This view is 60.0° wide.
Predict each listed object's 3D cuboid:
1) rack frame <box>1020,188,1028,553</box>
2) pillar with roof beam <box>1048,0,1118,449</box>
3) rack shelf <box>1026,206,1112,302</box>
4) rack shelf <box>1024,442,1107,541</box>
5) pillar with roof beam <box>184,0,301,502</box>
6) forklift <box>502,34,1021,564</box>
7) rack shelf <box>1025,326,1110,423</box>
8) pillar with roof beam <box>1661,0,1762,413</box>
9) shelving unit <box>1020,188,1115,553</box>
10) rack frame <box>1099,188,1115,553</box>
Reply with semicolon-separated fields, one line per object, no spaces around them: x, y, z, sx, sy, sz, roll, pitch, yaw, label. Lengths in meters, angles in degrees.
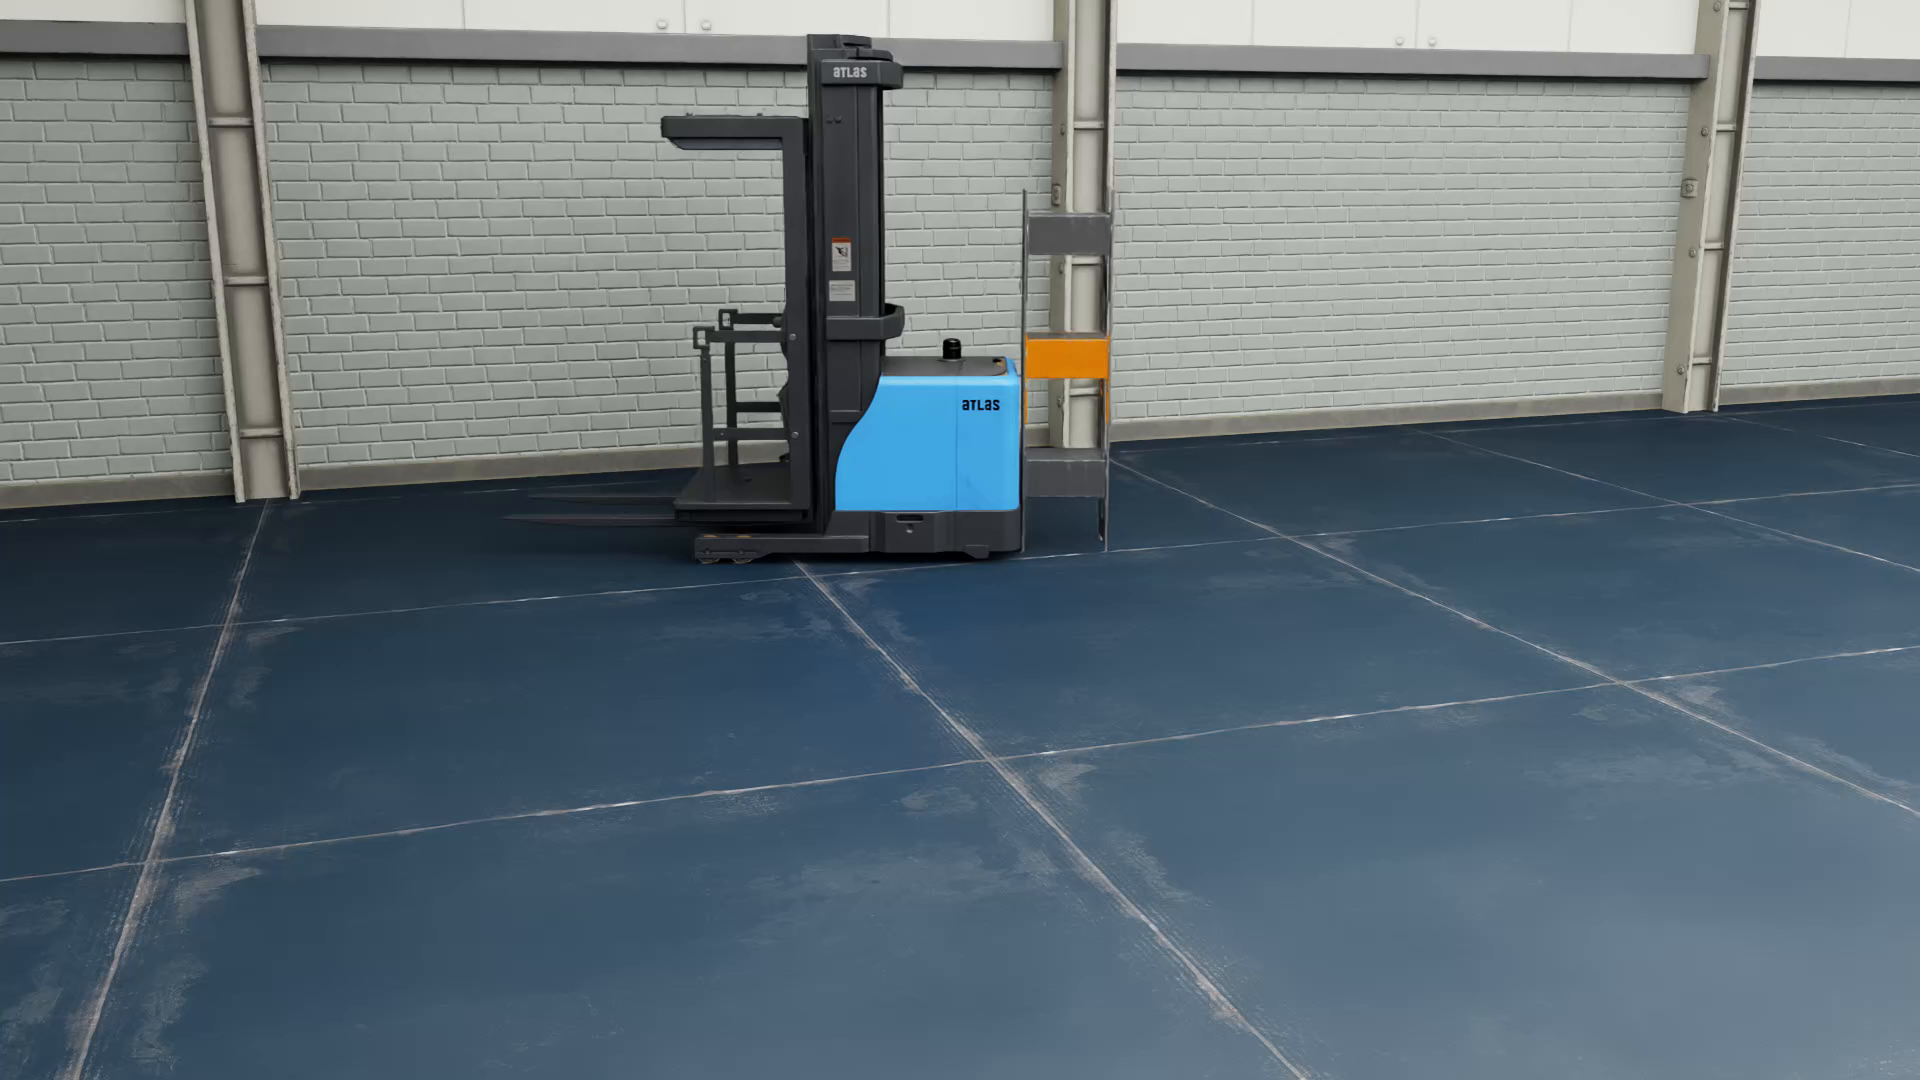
0.373;-0.989;9.764;0.015;2.100;0.400;0;13;0;rack frame
2.316;-4.178;8.261;0.400;9.000;9.100;-4;14;-18;pillar with roof beam
0.617;-1.657;9.604;0.480;0.518;0.431;0;13;0;rack shelf
0.617;-0.295;9.928;0.480;0.518;0.431;0;13;0;rack shelf
-3.371;-3.735;6.399;0.400;9.000;9.100;-4;14;-18;pillar with roof beam
-1.163;-1.411;9.741;3.031;2.935;1.130;0;13;0;forklift
0.617;-0.976;9.766;0.480;0.518;0.431;0;13;0;rack shelf
8.002;-4.621;10.123;0.400;9.000;9.100;-4;14;-18;pillar with roof beam
0.617;-0.989;9.763;0.503;2.100;0.431;0;13;0;shelving unit
0.861;-0.989;9.763;0.015;2.100;0.400;0;13;0;rack frame
